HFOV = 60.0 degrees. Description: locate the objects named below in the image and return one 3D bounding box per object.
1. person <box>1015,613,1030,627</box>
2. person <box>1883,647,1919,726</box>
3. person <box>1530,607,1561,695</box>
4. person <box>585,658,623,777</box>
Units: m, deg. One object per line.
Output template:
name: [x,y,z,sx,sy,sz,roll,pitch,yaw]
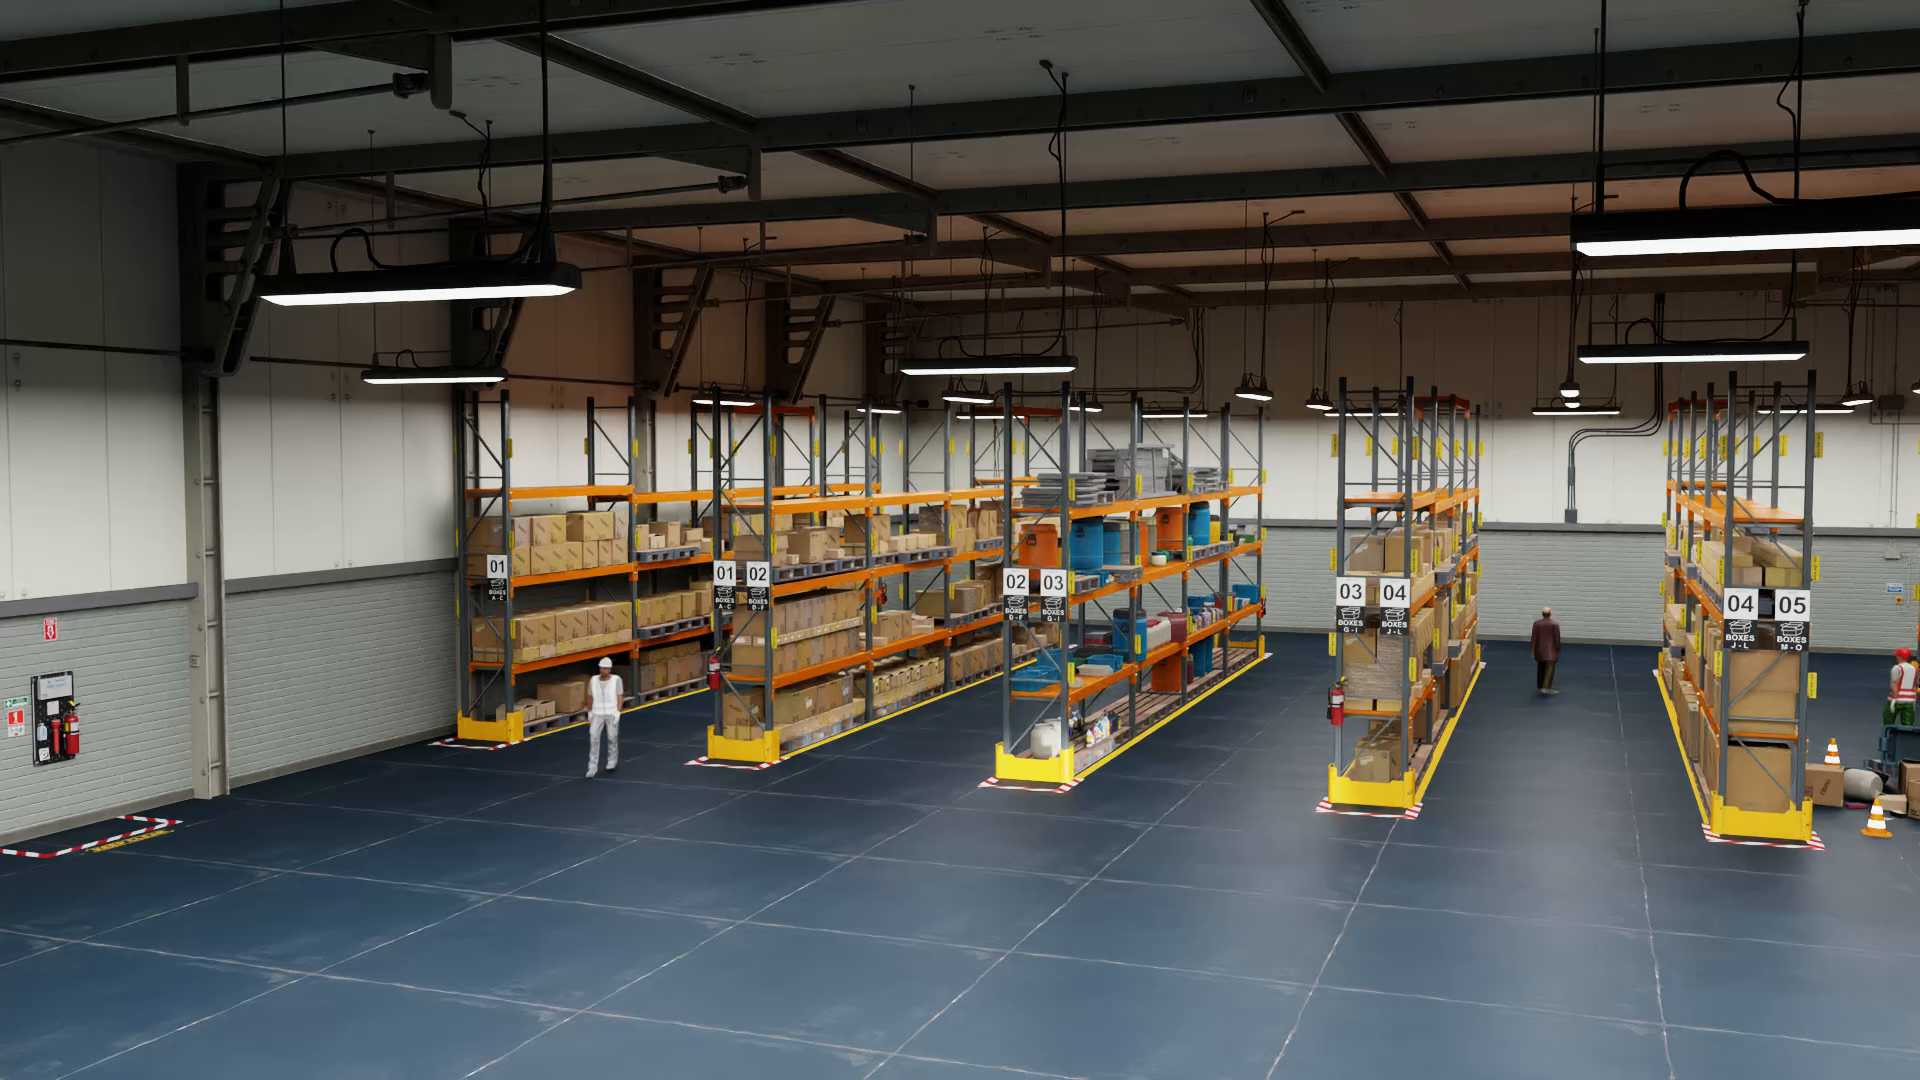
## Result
person: [1.672,1.669,44.613,0.533,1.746,0.855,-2,4,-29]
person: [15.231,2.642,26.823,0.511,1.807,0.542,1,3,10]
person: [11.981,2.254,33.986,0.622,1.775,0.846,2,4,35]
person: [-5.473,2.701,25.591,0.568,1.772,0.805,0,3,-5]
